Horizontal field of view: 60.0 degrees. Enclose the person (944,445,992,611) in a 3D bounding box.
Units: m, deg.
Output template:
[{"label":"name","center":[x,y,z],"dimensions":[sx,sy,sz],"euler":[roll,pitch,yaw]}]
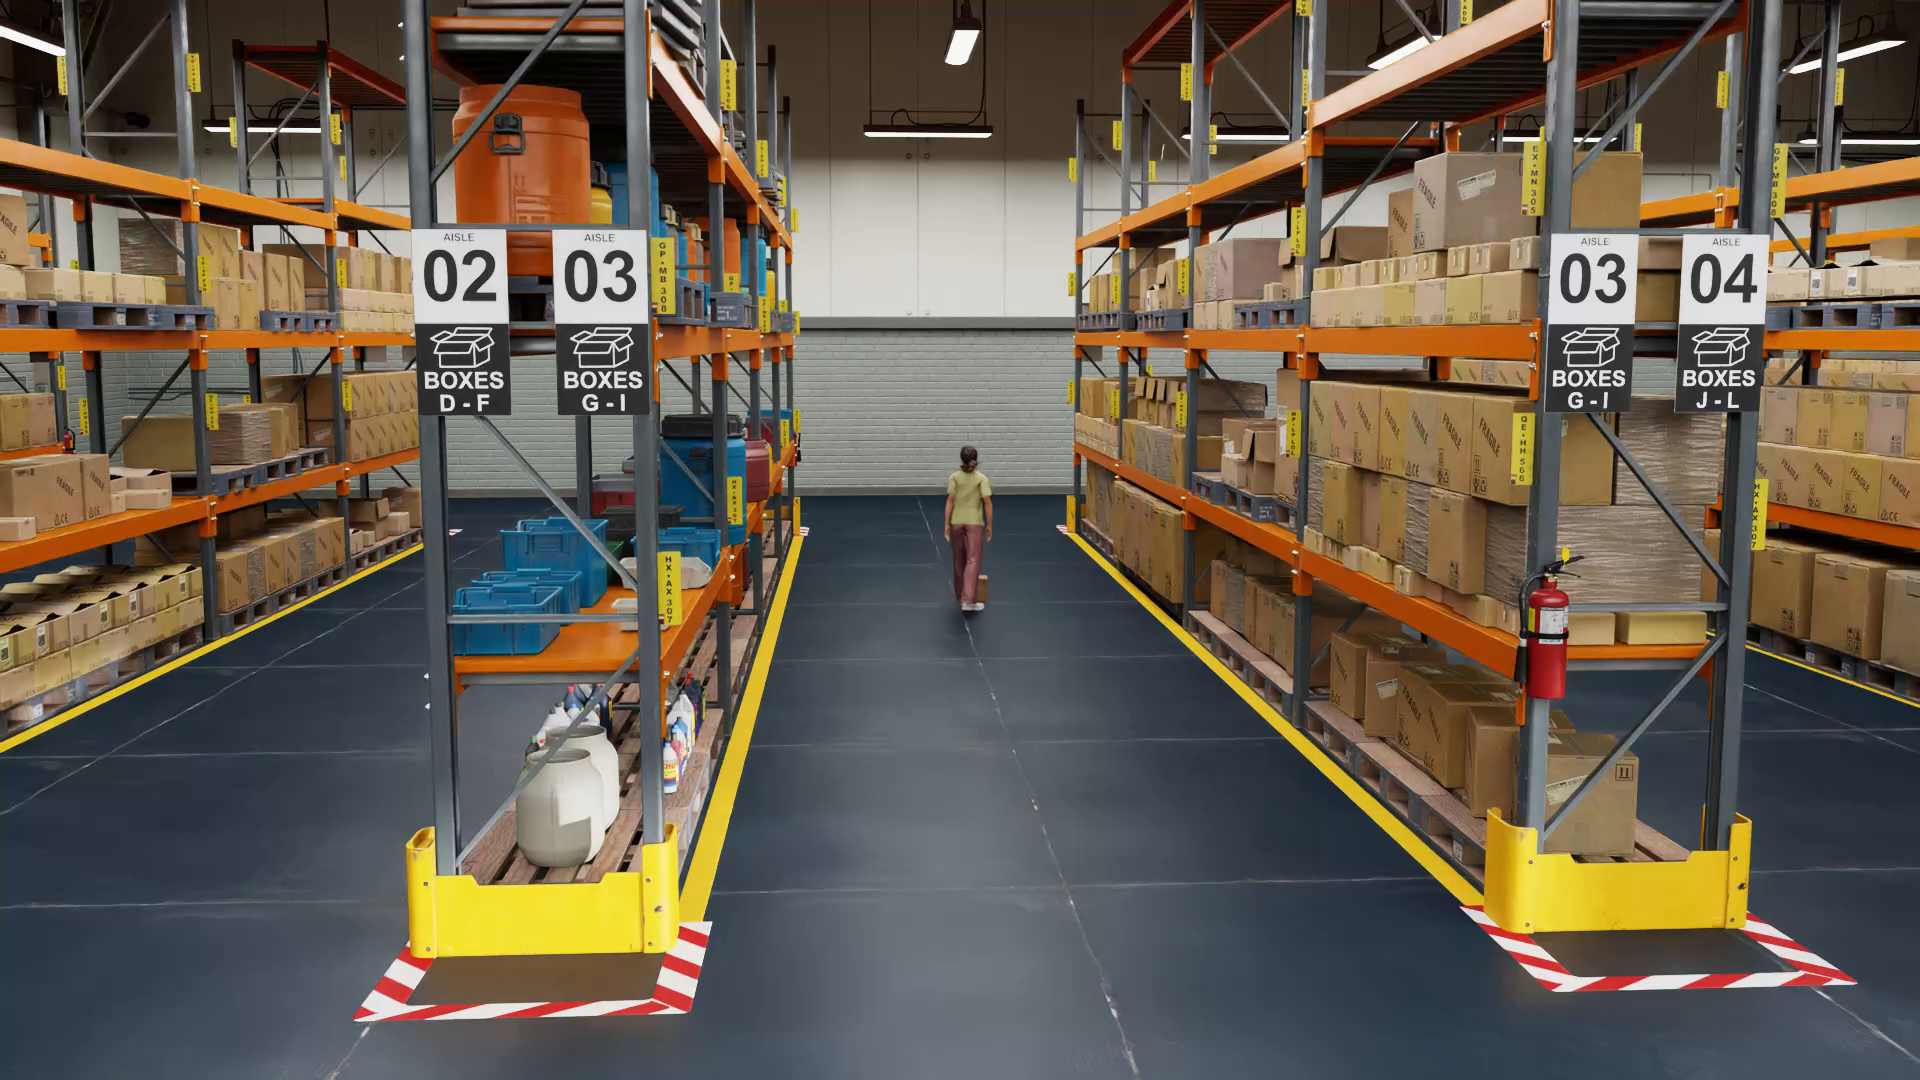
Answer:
[{"label":"person","center":[0.104,-0.128,16.766],"dimensions":[0.468,1.651,0.803],"euler":[2,7,15]}]
